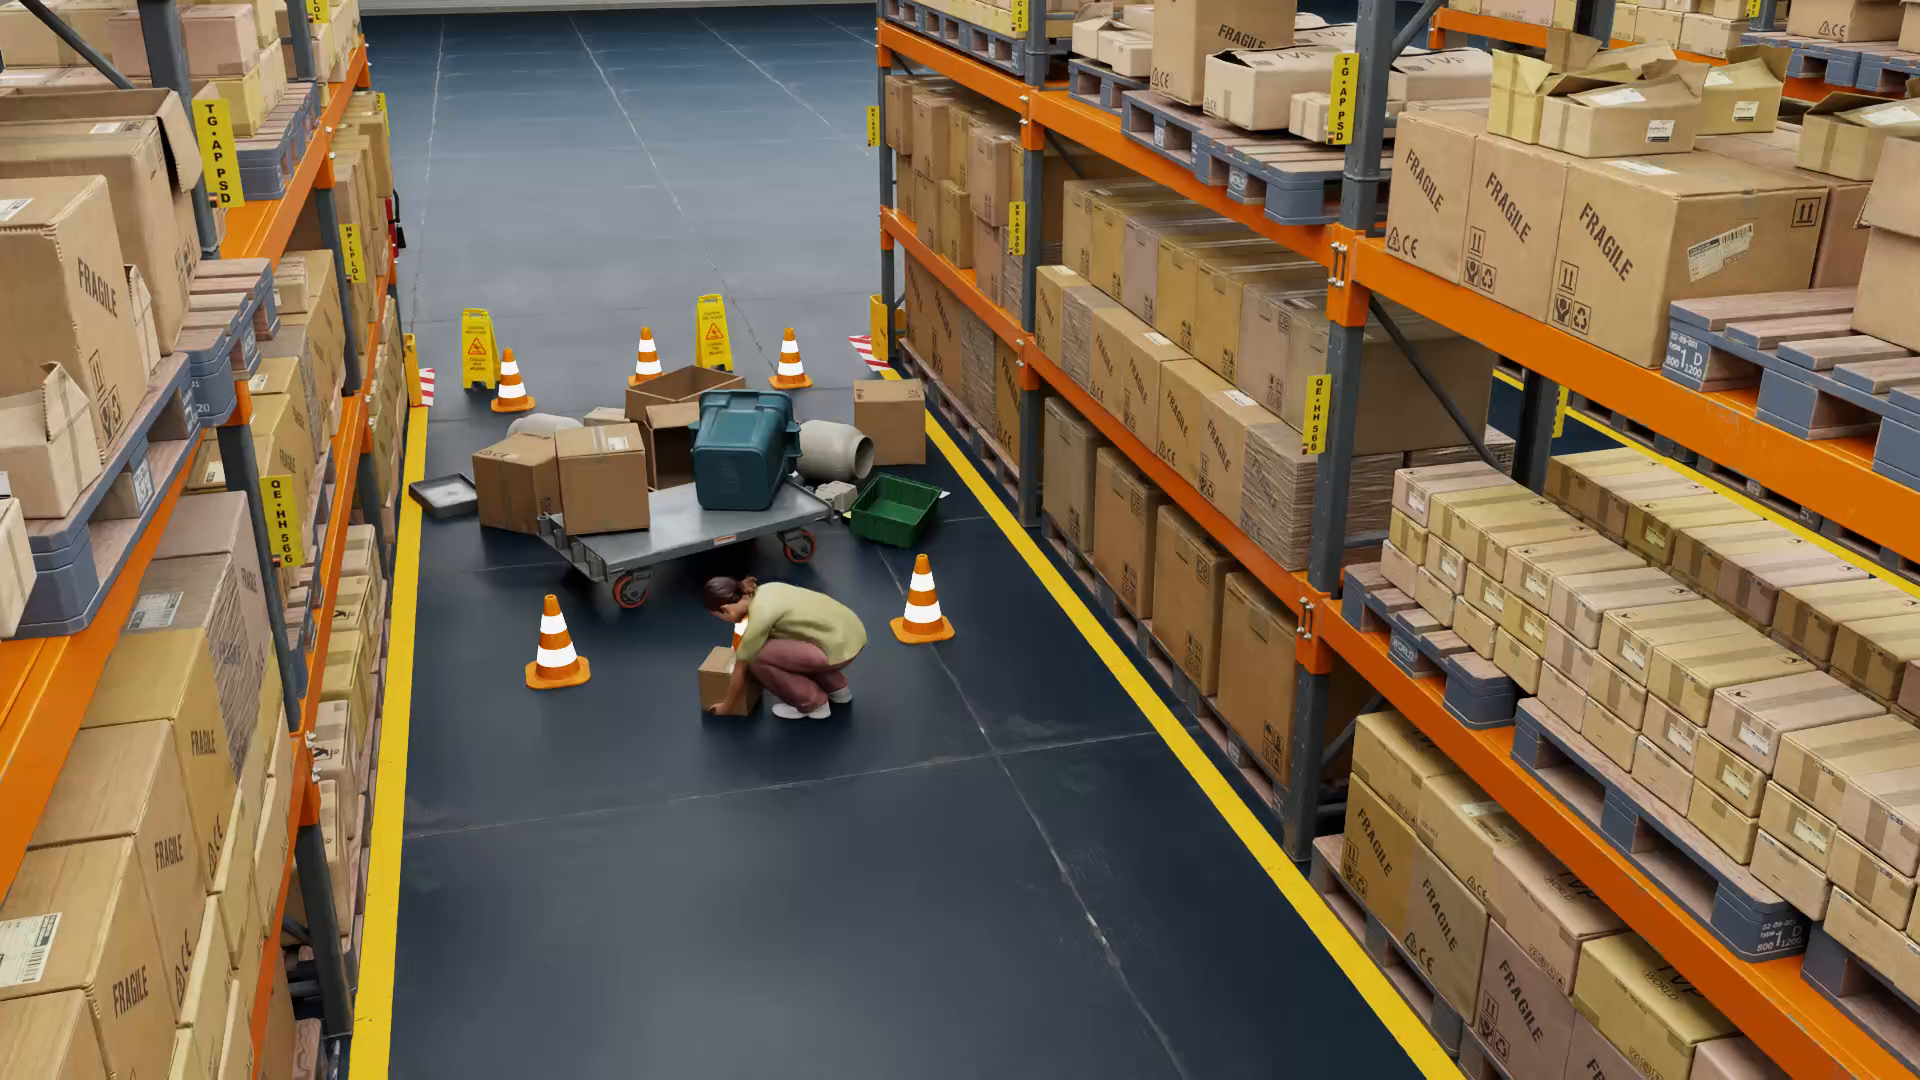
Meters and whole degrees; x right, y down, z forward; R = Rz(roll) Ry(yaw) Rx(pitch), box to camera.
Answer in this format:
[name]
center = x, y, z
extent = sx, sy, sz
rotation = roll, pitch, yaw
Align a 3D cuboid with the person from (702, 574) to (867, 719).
[person]
center = -0.898, 0.553, 8.562
extent = 0.824, 0.813, 0.487
rotation = 5, 24, 12
